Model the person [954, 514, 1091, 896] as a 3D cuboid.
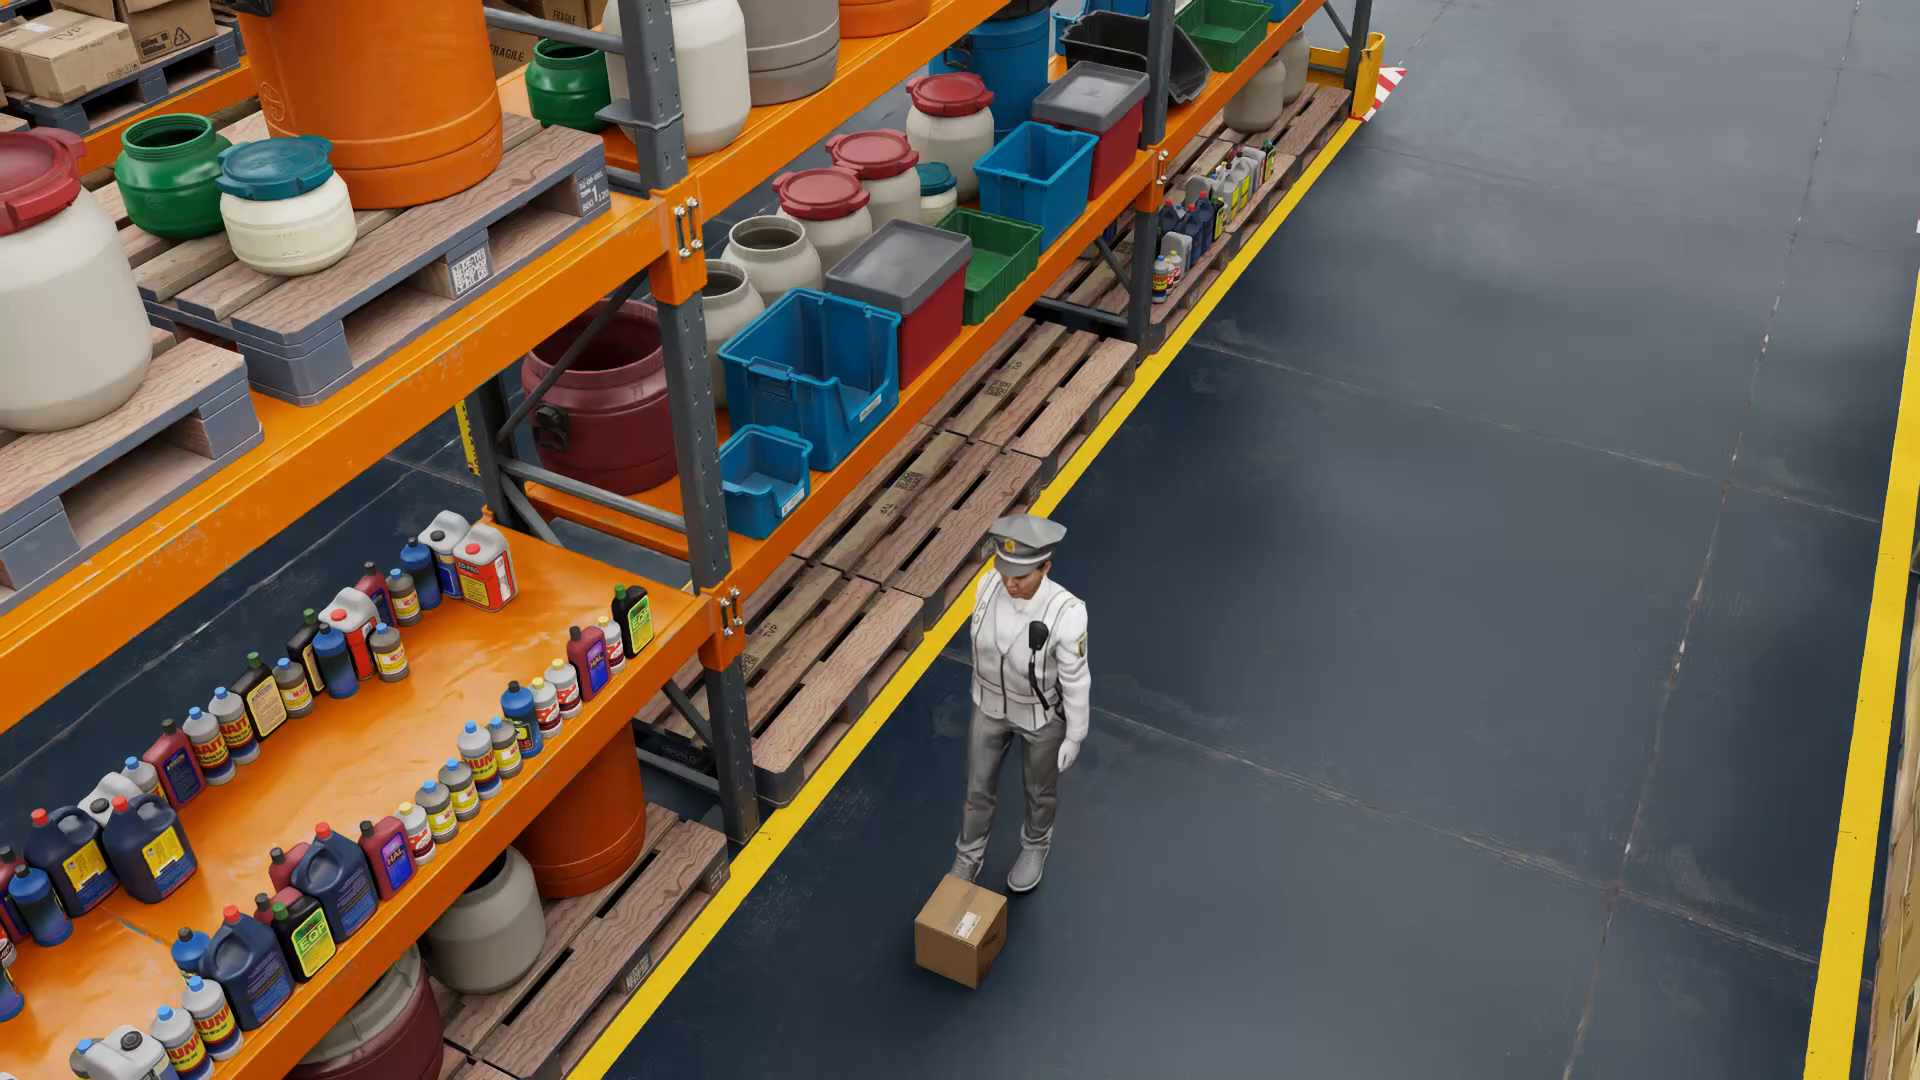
[{"bbox_3d":[0.211,0.642,5.919,0.482,1.679,0.420,19,42,22],"label":"person"}]
